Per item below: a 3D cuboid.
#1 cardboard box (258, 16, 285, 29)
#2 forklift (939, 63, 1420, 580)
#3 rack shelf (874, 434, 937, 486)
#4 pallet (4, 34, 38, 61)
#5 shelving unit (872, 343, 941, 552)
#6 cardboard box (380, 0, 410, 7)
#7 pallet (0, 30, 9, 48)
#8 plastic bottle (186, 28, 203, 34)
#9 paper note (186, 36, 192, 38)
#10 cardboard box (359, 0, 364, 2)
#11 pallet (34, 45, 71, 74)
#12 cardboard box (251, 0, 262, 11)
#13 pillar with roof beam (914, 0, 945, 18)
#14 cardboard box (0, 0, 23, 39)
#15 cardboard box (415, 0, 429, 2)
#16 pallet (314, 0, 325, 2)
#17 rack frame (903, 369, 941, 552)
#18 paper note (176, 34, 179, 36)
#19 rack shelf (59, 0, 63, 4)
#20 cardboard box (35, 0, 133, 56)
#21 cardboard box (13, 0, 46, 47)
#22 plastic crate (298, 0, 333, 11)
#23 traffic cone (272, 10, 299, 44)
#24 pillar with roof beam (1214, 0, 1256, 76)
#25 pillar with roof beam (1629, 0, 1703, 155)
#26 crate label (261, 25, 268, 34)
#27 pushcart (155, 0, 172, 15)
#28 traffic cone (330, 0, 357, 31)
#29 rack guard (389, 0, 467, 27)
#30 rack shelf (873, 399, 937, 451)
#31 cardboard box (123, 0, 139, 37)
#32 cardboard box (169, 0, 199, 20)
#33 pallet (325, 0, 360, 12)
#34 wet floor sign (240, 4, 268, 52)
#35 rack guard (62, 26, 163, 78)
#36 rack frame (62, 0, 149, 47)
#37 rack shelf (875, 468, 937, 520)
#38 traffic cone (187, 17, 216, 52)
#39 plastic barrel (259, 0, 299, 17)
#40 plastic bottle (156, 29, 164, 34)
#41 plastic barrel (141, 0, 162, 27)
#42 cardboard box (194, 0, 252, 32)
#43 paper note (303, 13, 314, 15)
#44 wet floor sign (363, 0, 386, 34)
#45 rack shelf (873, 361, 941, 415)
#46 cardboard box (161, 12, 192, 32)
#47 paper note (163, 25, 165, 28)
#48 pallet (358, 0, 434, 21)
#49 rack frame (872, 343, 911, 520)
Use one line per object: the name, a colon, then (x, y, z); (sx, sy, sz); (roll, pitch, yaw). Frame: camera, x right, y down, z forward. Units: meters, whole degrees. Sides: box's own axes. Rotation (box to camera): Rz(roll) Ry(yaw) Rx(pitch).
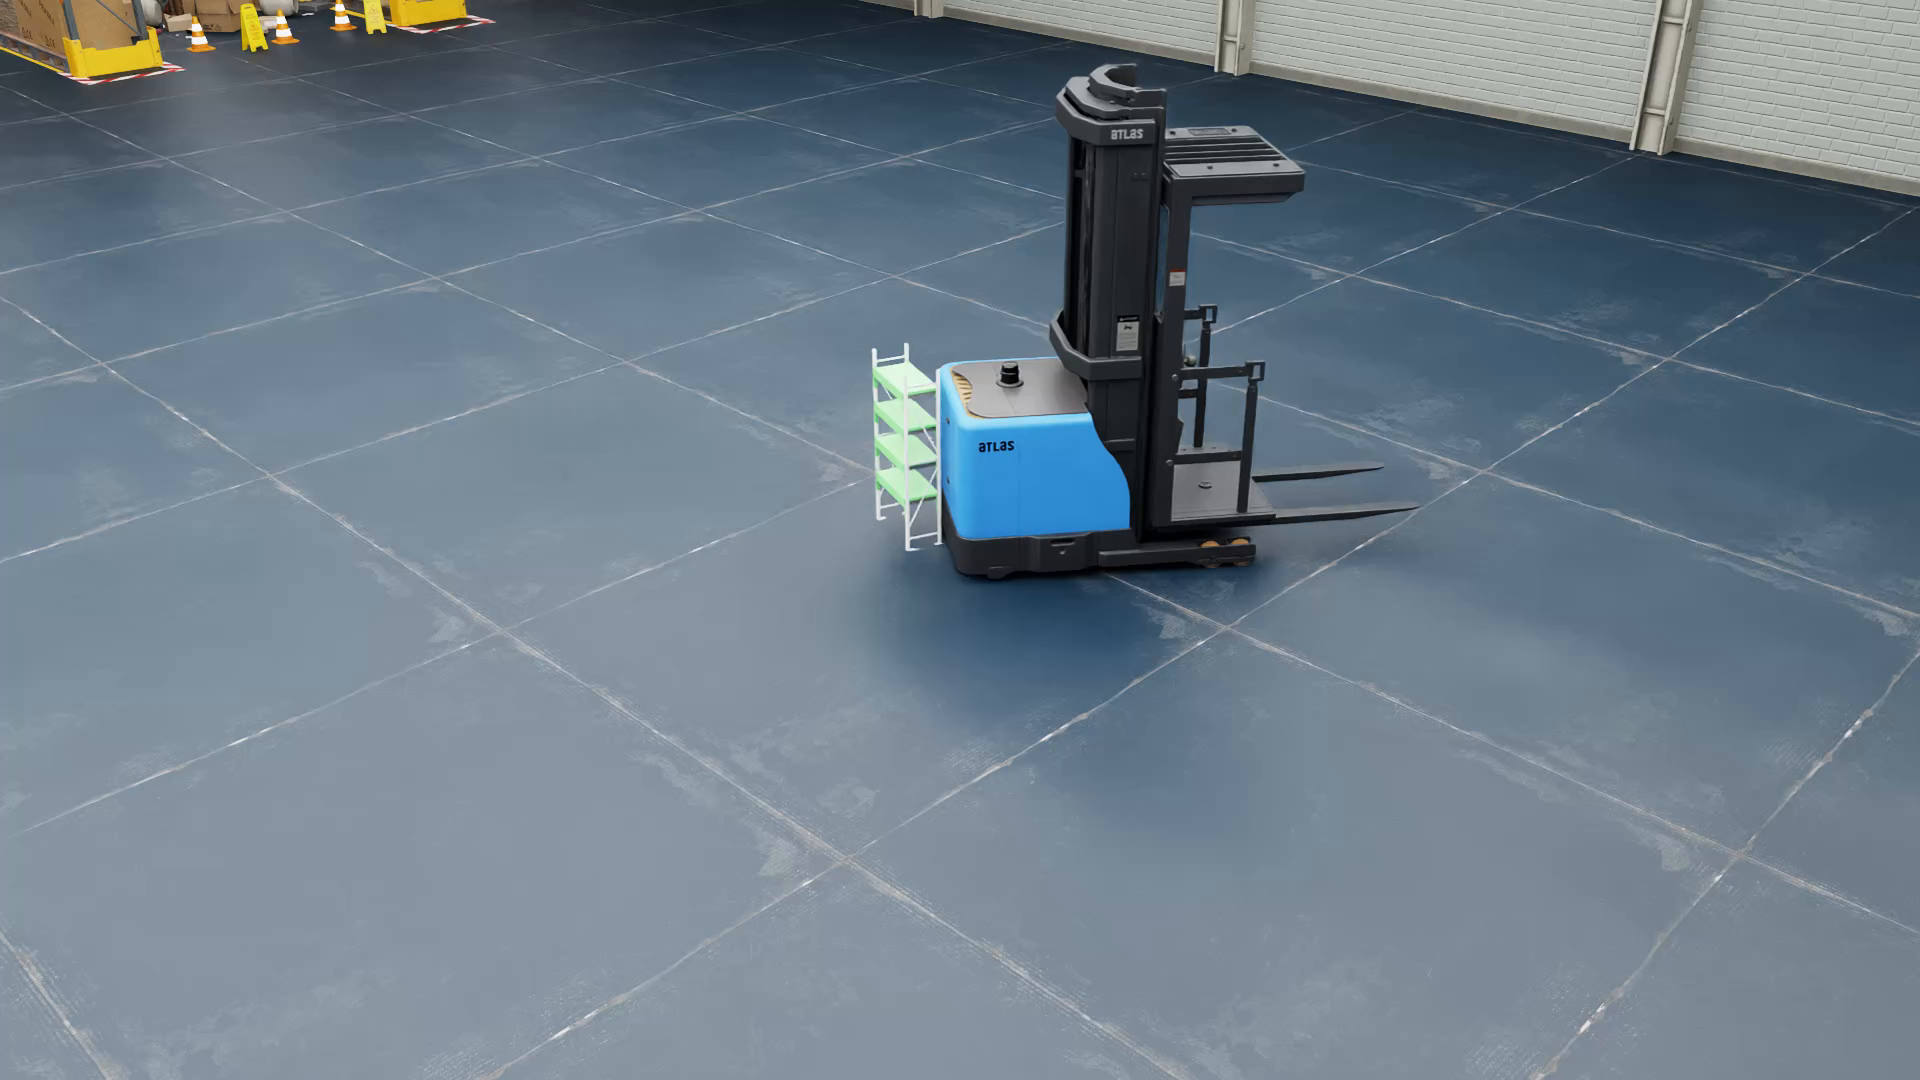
cardboard box: (-10.735, -8.074, 25.939); (0.380, 0.149, 0.250); (-7, 29, -14)
forklift: (1.408, -1.361, 10.182); (3.031, 2.935, 1.130); (-4, 28, -8)
rack shelf: (-0.335, -0.530, 10.598); (0.258, 0.148, 0.480); (-12, 30, -22)
pallet: (-13.274, -7.302, 24.404); (1.213, 0.211, 1.003); (25, 36, 38)
shelving unit: (-0.335, -0.586, 10.569); (0.258, 1.200, 0.503); (-12, 30, -22)
cardboard box: (-9.167, -8.730, 26.627); (0.500, 0.250, 0.500); (24, 36, 38)
pallet: (-14.148, -7.700, 25.161); (1.213, 0.211, 1.003); (25, 36, 38)
plastic bottle: (-11.786, -7.819, 25.548); (0.283, 0.061, 0.133); (12, 30, 22)
paper note: (-11.681, -7.650, 25.261); (0.144, 0.017, 0.142); (-13, 30, -22)
cardboard box: (-9.513, -8.894, 26.938); (0.500, 0.250, 0.500); (25, 37, 39)
pallet: (-12.408, -6.904, 23.647); (1.213, 0.211, 1.003); (25, 36, 38)
cardboard box: (-11.427, -8.978, 27.278); (0.500, 0.500, 0.500); (-3, 28, -5)
pillar with roof beam: (-3.512, -11.023, 22.037); (0.400, 9.000, 9.100); (25, 36, 38)
cardboard box: (-13.590, -7.933, 24.439); (0.875, 0.875, 0.875); (25, 37, 39)
cardboard box: (-8.766, -8.903, 26.955); (0.500, 0.250, 0.500); (24, 36, 38)
pallet: (-10.733, -9.443, 28.475); (1.213, 0.211, 1.003); (25, 36, 38)
rack frame: (-0.232, -0.483, 10.373); (0.240, 1.200, 0.015); (-12, 30, -22)
paper note: (-11.960, -7.719, 25.412); (0.032, 0.001, 0.123); (-7, 29, -14)
rack shelf: (-13.209, -8.238, 23.960); (4.000, 0.370, 1.077); (25, 36, 38)
cardboard box: (-12.313, -7.348, 23.327); (0.875, 0.875, 0.875); (25, 37, 39)
cardboard box: (-12.942, -7.635, 23.872); (0.875, 0.875, 0.875); (24, 36, 38)
plastic crate: (-10.692, -8.808, 27.408); (0.583, 0.080, 0.402); (12, 30, 22)
traffic cone: (-10.131, -7.689, 24.869); (0.334, 0.463, 0.336); (25, 36, 38)
pillar with roof beam: (0.767, -9.065, 18.314); (0.400, 9.000, 9.100); (25, 36, 38)
pillar with roof beam: (5.045, -7.107, 14.591); (0.400, 9.000, 9.100); (25, 36, 38)
crate label: (-10.735, -7.781, 25.394); (0.298, 0.136, 0.250); (7, 29, 13)
pushcart: (-12.800, -8.951, 27.360); (0.936, 0.377, 1.648); (12, 30, 22)
traffic cone: (-9.596, -8.169, 25.781); (0.334, 0.463, 0.336); (25, 36, 38)
rack guard: (-8.439, -8.498, 26.367); (0.348, 0.500, 1.175); (25, 36, 38)
rack shelf: (-0.335, -0.742, 10.487); (0.258, 0.148, 0.480); (-12, 30, -22)
cardboard box: (-12.809, -7.937, 25.299); (0.500, 0.500, 0.500); (-18, 33, -31)
cardboard box: (-12.085, -8.570, 26.355); (0.503, 0.637, 0.797); (25, 36, 38)
pallet: (-9.859, -9.045, 27.717); (1.213, 0.211, 1.003); (25, 36, 38)
wet floor sign: (-10.374, -7.509, 24.331); (0.232, 0.644, 0.267); (18, 33, 30)
rack guard: (-11.766, -6.789, 23.118); (0.348, 0.500, 1.175); (25, 36, 38)
rack frame: (-11.783, -7.903, 22.551); (0.127, 3.000, 1.000); (25, 36, 38)
rack shelf: (-0.335, -0.317, 10.710); (0.258, 0.148, 0.480); (-12, 30, -22)
traffic cone: (-11.166, -7.425, 24.367); (0.334, 0.463, 0.336); (25, 36, 38)
plastic barrel: (-10.919, -8.610, 26.664); (0.512, 0.421, 0.421); (-3, 28, -5)
plastic bottle: (-12.354, -7.793, 25.498); (0.133, 0.061, 0.283); (12, 30, 22)
plastic barrel: (-12.751, -8.207, 25.897); (0.512, 0.421, 0.421); (-3, 28, -5)
cardboard box: (-11.412, -8.207, 25.811); (0.637, 0.503, 0.797); (2, 28, 4)
paper note: (-10.543, -8.512, 26.898); (0.148, 0.019, 0.142); (12, 30, 22)
wet floor sign: (-8.999, -8.120, 25.493); (0.267, 0.644, 0.232); (-13, 30, -22)
rack shelf: (-0.335, -0.954, 10.375); (0.258, 0.148, 0.480); (-12, 30, -22)
cardboard box: (-12.118, -8.049, 25.765); (0.396, 0.266, 0.258); (-18, 33, -31)
paper note: (-12.384, -8.055, 26.038); (0.172, 0.023, 0.155); (-13, 30, -22)
pallet: (-8.993, -8.647, 26.961); (1.213, 0.211, 1.003); (25, 36, 38)
rack frame: (-0.438, -0.689, 10.764); (0.240, 1.200, 0.015); (-12, 30, -22)
